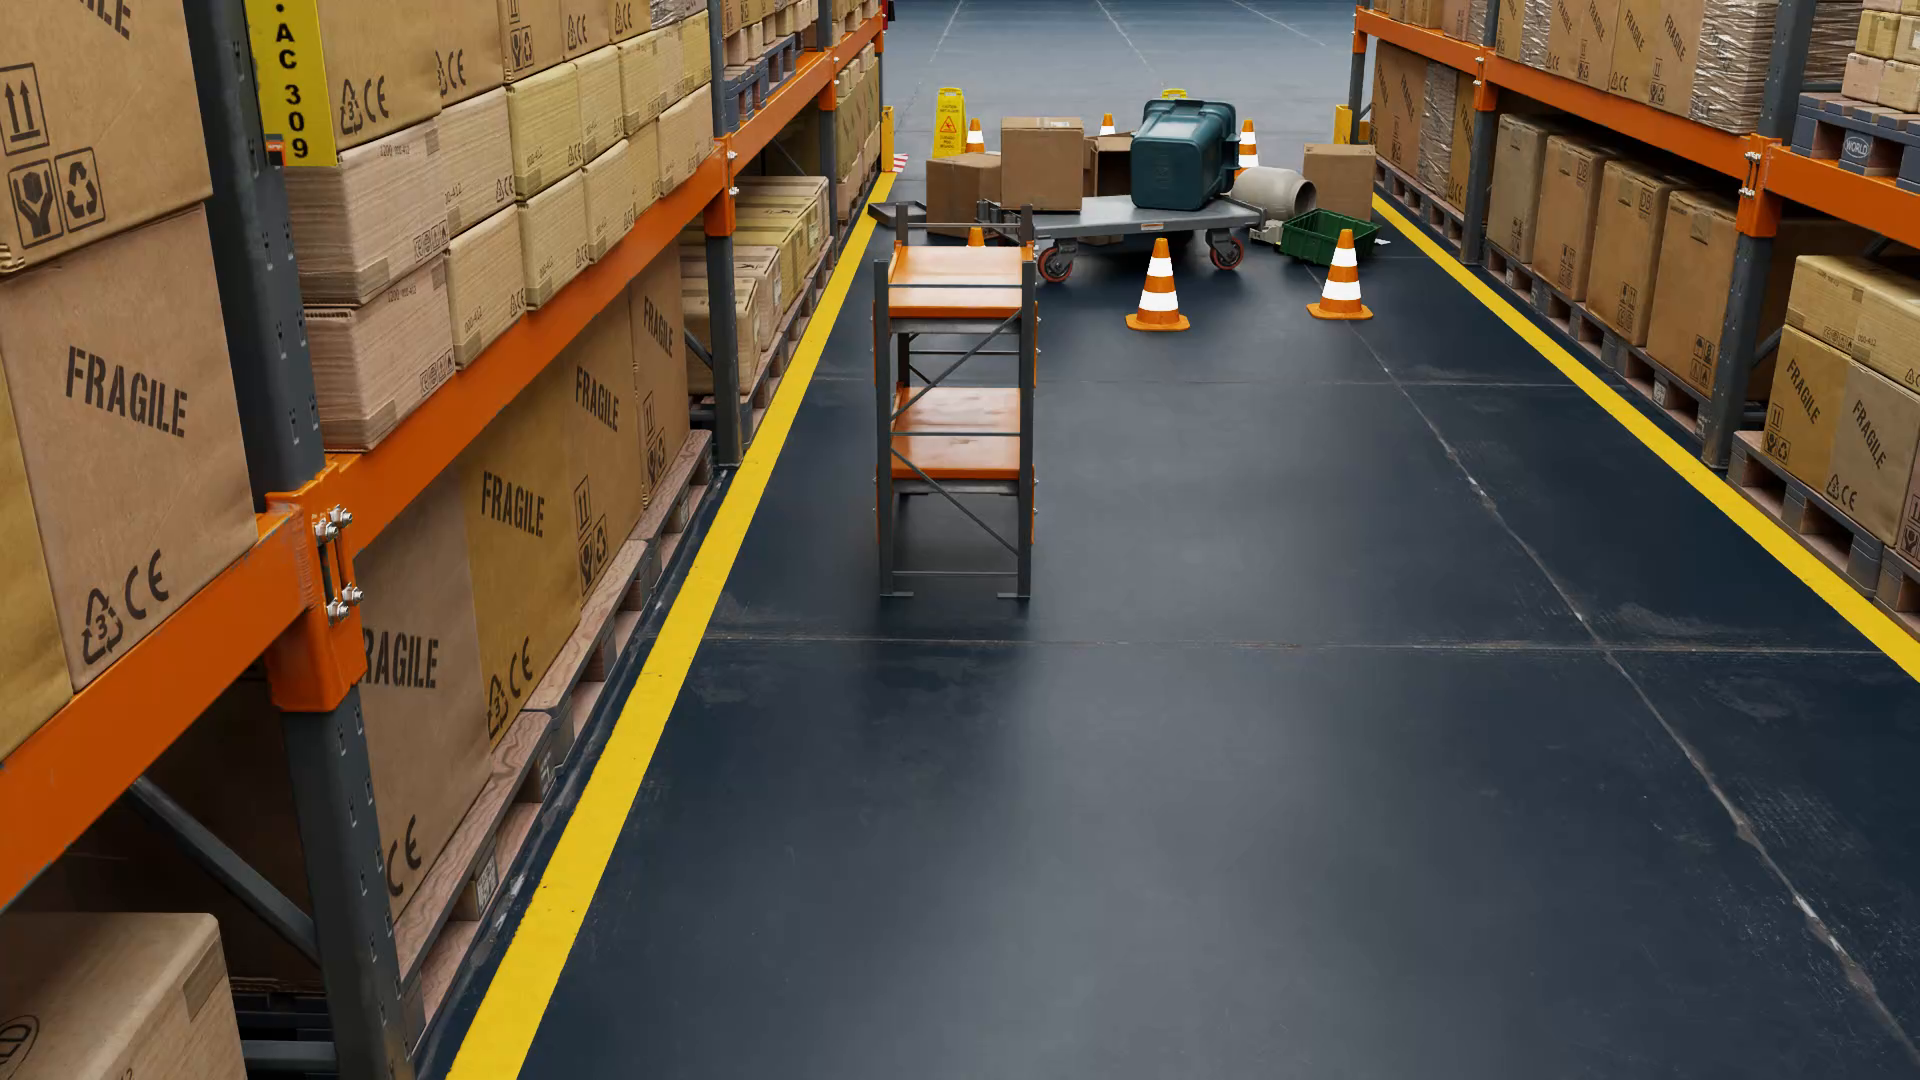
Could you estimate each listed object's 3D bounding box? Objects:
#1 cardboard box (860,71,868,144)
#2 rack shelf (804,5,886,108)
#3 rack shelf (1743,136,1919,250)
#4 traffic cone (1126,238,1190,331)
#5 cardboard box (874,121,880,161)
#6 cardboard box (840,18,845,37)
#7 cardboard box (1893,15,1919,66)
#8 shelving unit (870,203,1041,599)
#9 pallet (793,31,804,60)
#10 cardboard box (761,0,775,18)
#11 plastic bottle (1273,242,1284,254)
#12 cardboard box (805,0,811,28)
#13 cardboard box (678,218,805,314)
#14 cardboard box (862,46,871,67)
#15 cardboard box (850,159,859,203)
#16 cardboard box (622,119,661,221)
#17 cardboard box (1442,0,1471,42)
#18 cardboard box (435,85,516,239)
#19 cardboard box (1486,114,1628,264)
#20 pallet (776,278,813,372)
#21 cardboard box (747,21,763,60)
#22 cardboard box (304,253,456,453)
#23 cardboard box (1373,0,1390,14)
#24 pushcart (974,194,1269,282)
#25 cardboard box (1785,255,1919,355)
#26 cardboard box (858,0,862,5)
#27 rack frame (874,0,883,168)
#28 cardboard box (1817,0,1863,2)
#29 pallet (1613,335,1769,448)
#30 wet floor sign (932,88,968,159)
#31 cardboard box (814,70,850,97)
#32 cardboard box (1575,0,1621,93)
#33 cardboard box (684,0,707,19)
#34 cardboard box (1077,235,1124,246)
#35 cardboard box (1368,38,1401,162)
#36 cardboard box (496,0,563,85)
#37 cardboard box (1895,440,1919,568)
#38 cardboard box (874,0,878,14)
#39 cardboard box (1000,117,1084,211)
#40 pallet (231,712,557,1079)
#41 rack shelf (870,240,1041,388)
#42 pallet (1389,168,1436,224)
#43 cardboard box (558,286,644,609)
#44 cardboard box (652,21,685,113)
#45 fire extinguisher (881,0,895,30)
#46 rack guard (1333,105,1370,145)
[{"bbox_3d":[-0.953,-3.205,12.326,0.500,0.500,0.500,0,21,0],"label":"cardboard box"},{"bbox_3d":[-1.215,-3.547,12.017,1.077,0.370,4.000,1,21,2],"label":"rack shelf"},{"bbox_3d":[3.493,-0.636,4.516,1.077,0.370,4.000,1,21,2],"label":"rack shelf"},{"bbox_3d":[1.077,-1.397,8.989,0.336,0.463,0.334,1,21,2],"label":"traffic cone"},{"bbox_3d":[-0.910,-3.215,13.389,0.500,0.250,0.500,1,21,1],"label":"cardboard box"},{"bbox_3d":[-0.970,-3.430,11.068,0.380,0.149,0.250,1,21,3],"label":"cardboard box"},{"bbox_3d":[3.332,-1.641,5.468,0.380,0.149,0.250,2,21,4],"label":"cardboard box"},{"bbox_3d":[0.000,-0.522,5.819,0.538,1.125,1.048,1,21,2],"label":"shelving unit"},{"bbox_3d":[-1.444,-2.795,9.350,1.003,0.211,1.213,1,21,2],"label":"pallet"},{"bbox_3d":[-1.134,-2.634,7.542,0.500,0.500,0.500,1,21,3],"label":"cardboard box"},{"bbox_3d":[2.175,-1.888,10.809,0.133,0.061,0.283,-11,24,-26],"label":"plastic bottle"},{"bbox_3d":[-1.013,-2.860,9.019,0.380,0.149,0.250,0,21,1],"label":"cardboard box"},{"bbox_3d":[-1.327,-1.429,8.616,0.950,0.372,0.625,1,21,3],"label":"cardboard box"},{"bbox_3d":[-0.873,-3.654,12.587,0.380,0.149,0.250,1,21,3],"label":"cardboard box"},{"bbox_3d":[-0.983,-2.476,11.485,0.500,0.250,0.500,2,21,5],"label":"cardboard box"},{"bbox_3d":[-1.185,-1.090,4.899,0.500,0.250,0.500,0,21,1],"label":"cardboard box"},{"bbox_3d":[3.668,-3.544,10.808,0.875,0.550,0.550,1,21,2],"label":"cardboard box"},{"bbox_3d":[-1.236,-0.774,3.394,0.500,0.250,0.500,1,21,2],"label":"cardboard box"},{"bbox_3d":[3.746,-2.063,9.727,1.050,0.750,0.750,1,21,1],"label":"cardboard box"},{"bbox_3d":[-1.332,-1.135,8.663,1.003,0.211,1.213,1,21,2],"label":"pallet"},{"bbox_3d":[-1.076,-2.206,7.335,0.380,0.149,0.250,1,21,2],"label":"cardboard box"},{"bbox_3d":[-1.242,-0.353,2.999,0.500,0.250,0.500,0,21,0],"label":"cardboard box"},{"bbox_3d":[3.831,-4.523,13.331,0.875,0.550,0.550,1,21,2],"label":"cardboard box"},{"bbox_3d":[1.005,-1.929,10.480,1.648,0.377,0.936,-7,22,-17],"label":"pushcart"},{"bbox_3d":[3.290,-0.828,5.855,0.500,0.250,0.500,0,21,-1],"label":"cardboard box"},{"bbox_3d":[-0.968,-4.046,11.761,0.500,0.500,0.500,1,21,2],"label":"cardboard box"},{"bbox_3d":[-1.154,-4.605,13.751,1.000,3.000,0.127,1,21,2],"label":"rack frame"},{"bbox_3d":[3.577,-2.370,6.469,0.700,0.500,0.500,1,21,1],"label":"cardboard box"},{"bbox_3d":[3.653,-0.679,7.487,1.003,0.211,1.213,1,21,2],"label":"pallet"},{"bbox_3d":[-0.079,-3.565,14.324,0.267,0.644,0.232,8,23,20],"label":"wet floor sign"},{"bbox_3d":[-0.924,-2.980,10.849,0.380,0.149,0.250,1,21,2],"label":"cardboard box"},{"bbox_3d":[3.342,-2.454,8.068,0.500,0.500,0.500,1,21,2],"label":"cardboard box"},{"bbox_3d":[-1.152,-2.036,5.608,0.500,0.500,0.500,0,21,0],"label":"cardboard box"},{"bbox_3d":[0.894,-2.155,11.216,0.258,0.266,0.396,-16,26,-35],"label":"cardboard box"},{"bbox_3d":[3.842,-3.547,13.379,0.875,0.875,0.875,1,21,2],"label":"cardboard box"},{"bbox_3d":[-1.213,-1.301,3.714,0.500,0.500,0.500,0,21,0],"label":"cardboard box"},{"bbox_3d":[3.254,-0.105,5.027,0.500,0.500,0.500,0,21,0],"label":"cardboard box"},{"bbox_3d":[-0.848,-4.258,13.203,0.380,0.149,0.250,0,21,1],"label":"cardboard box"},{"bbox_3d":[0.504,-2.338,10.316,0.500,0.500,0.500,1,21,2],"label":"cardboard box"},{"bbox_3d":[-1.571,0.754,3.794,1.003,0.211,1.213,1,21,2],"label":"pallet"},{"bbox_3d":[0.000,-0.795,5.713,0.538,0.278,1.000,1,21,2],"label":"rack shelf"},{"bbox_3d":[3.811,-2.557,12.328,1.003,0.211,1.213,1,21,2],"label":"pallet"},{"bbox_3d":[-1.533,-0.347,5.132,0.875,0.875,0.875,1,21,2],"label":"cardboard box"},{"bbox_3d":[-1.170,-1.512,5.297,0.500,0.250,0.500,0,21,0],"label":"cardboard box"},{"bbox_3d":[-0.690,-4.605,13.859,0.296,0.674,0.183,1,21,2],"label":"fire extinguisher"},{"bbox_3d":[3.797,-3.431,14.179,1.175,0.500,0.348,1,21,2],"label":"rack guard"}]
